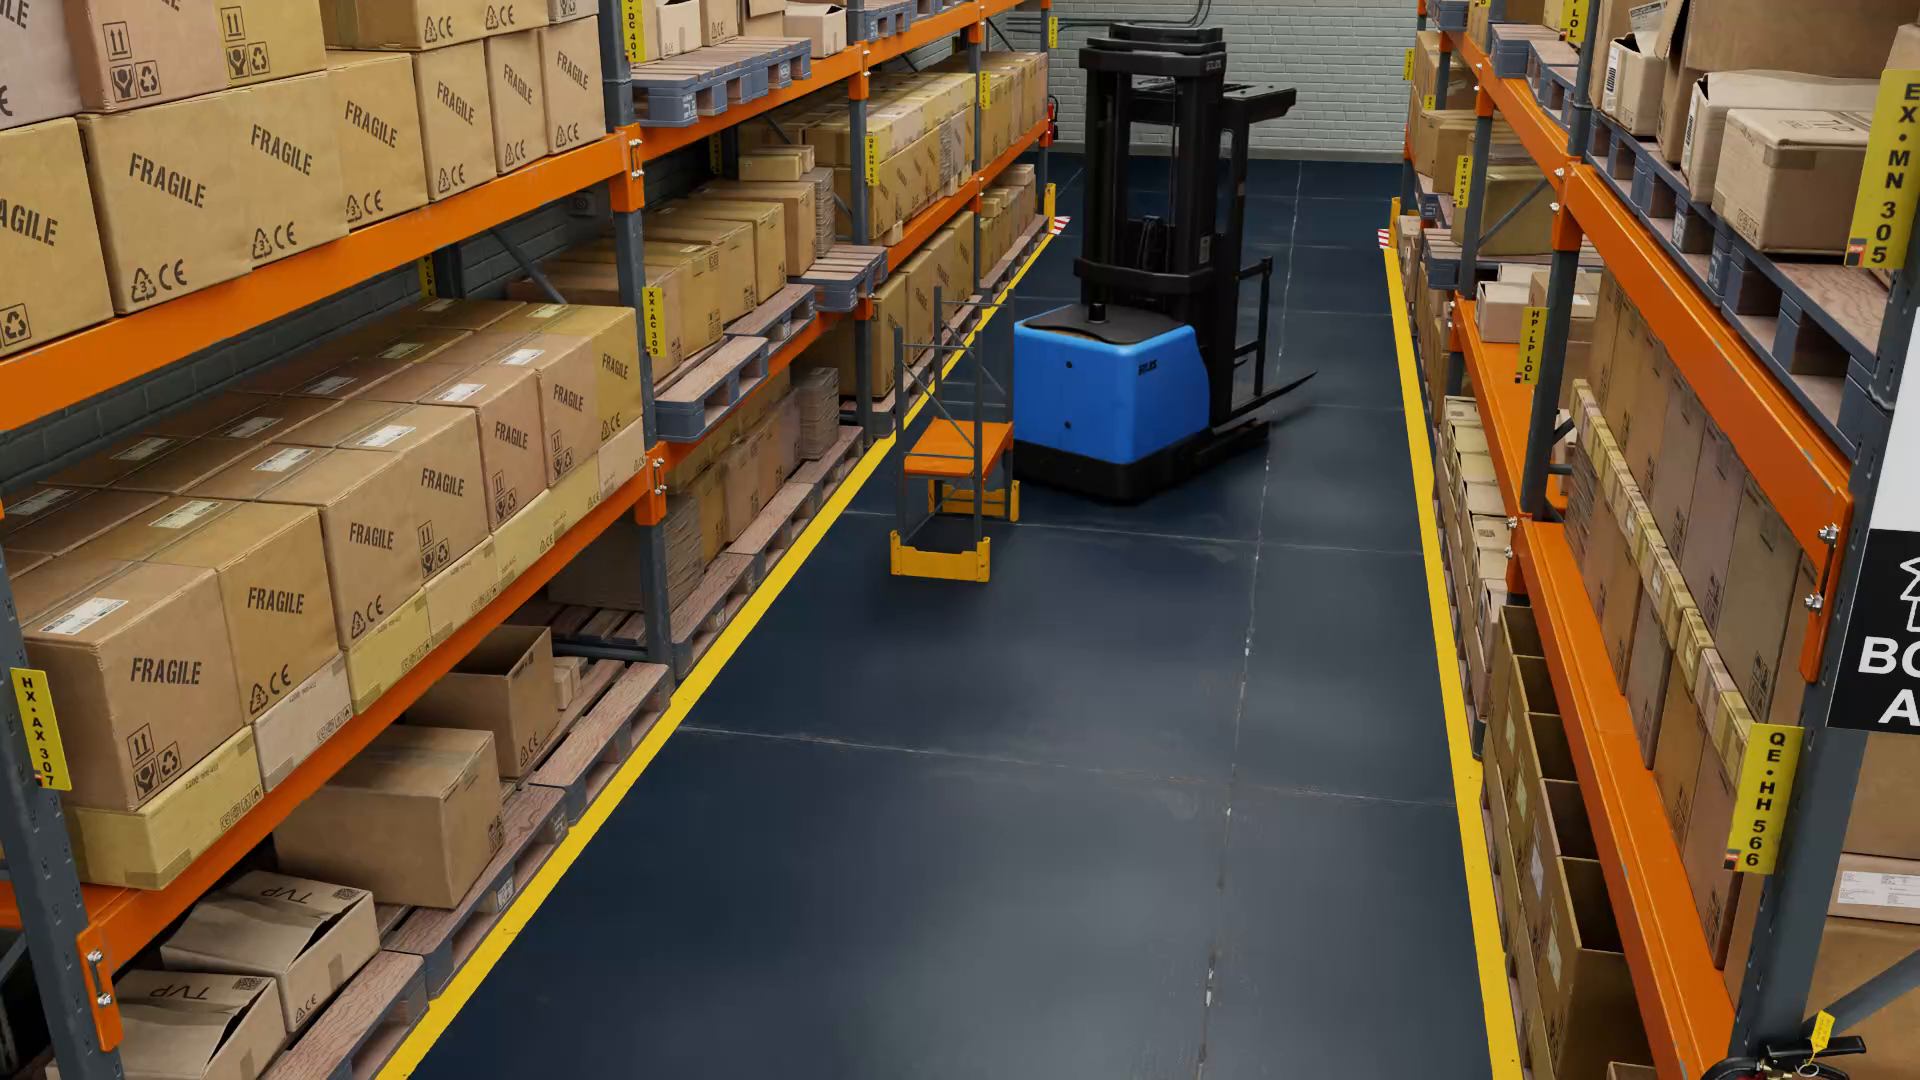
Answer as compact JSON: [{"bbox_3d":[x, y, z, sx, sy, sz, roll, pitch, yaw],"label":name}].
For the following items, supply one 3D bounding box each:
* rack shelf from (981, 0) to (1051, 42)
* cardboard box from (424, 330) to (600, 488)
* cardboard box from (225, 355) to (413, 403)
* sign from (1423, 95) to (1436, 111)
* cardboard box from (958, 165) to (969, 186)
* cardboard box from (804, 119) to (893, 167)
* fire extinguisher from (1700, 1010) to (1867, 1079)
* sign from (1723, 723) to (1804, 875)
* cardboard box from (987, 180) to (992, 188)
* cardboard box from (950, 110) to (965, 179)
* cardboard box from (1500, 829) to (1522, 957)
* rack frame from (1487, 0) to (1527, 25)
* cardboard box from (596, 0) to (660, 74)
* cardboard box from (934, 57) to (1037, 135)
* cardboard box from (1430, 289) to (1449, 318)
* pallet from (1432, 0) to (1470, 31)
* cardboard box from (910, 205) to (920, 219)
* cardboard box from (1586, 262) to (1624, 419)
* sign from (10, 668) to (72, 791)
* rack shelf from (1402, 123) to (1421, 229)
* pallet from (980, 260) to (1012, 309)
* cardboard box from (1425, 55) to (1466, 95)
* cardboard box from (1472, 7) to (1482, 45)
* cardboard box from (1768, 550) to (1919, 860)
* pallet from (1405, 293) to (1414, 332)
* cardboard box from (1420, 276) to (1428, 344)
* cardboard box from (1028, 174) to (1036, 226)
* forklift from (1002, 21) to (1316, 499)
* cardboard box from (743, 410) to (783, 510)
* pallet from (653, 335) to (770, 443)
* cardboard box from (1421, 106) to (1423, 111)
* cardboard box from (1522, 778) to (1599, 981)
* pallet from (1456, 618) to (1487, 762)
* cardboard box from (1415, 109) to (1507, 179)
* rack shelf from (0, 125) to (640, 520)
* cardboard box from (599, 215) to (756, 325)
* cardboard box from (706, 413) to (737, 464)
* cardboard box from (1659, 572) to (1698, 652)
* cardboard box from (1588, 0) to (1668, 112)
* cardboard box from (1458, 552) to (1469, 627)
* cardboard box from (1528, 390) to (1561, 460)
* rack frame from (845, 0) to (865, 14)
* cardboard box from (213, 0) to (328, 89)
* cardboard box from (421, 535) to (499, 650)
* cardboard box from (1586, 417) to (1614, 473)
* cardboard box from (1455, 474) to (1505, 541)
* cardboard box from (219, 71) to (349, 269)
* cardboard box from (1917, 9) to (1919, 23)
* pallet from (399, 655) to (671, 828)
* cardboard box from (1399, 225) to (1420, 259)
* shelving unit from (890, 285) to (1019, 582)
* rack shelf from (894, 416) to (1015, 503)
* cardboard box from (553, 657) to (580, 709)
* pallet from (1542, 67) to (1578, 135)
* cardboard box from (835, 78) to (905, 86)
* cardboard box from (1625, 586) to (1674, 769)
[{"bbox_3d":[0.093,-5.357,16.587,1.077,0.370,4.000,4,22,11],"label":"rack shelf"},{"bbox_3d":[-1.838,-0.550,6.874,0.500,0.500,0.500,4,22,11],"label":"cardboard box"},{"bbox_3d":[-2.464,-0.403,6.508,0.500,0.500,0.500,5,22,12],"label":"cardboard box"},{"bbox_3d":[4.002,-3.631,14.196,0.100,0.325,0.005,4,22,11],"label":"sign"},{"bbox_3d":[-0.135,-3.221,14.645,0.380,0.149,0.250,5,22,12],"label":"cardboard box"},{"bbox_3d":[-0.780,-2.803,11.736,0.500,0.250,0.500,5,22,12],"label":"cardboard box"},{"bbox_3d":[1.608,1.241,3.360,0.296,0.674,0.183,4,22,11],"label":"fire extinguisher"},{"bbox_3d":[1.558,0.504,3.220,0.100,0.325,0.005,4,22,11],"label":"sign"},{"bbox_3d":[0.132,-3.887,17.906,0.380,0.149,0.250,5,22,11],"label":"cardboard box"},{"bbox_3d":[-0.257,-3.386,14.186,0.500,0.500,0.500,5,22,11],"label":"cardboard box"},{"bbox_3d":[2.297,1.327,6.163,0.500,0.250,0.500,4,22,11],"label":"cardboard box"},{"bbox_3d":[3.719,-4.511,9.509,1.000,3.000,0.127,4,22,11],"label":"rack frame"},{"bbox_3d":[-1.758,-2.468,7.756,0.500,0.500,0.500,8,23,19],"label":"cardboard box"},{"bbox_3d":[0.269,-4.715,17.645,0.980,0.700,0.700,4,22,10],"label":"cardboard box"},{"bbox_3d":[3.892,-1.876,12.750,0.500,0.250,0.500,4,22,10],"label":"cardboard box"},{"bbox_3d":[4.125,-3.883,12.216,1.213,0.211,1.003,4,22,11],"label":"pallet"},{"bbox_3d":[-0.535,-2.662,13.257,0.380,0.149,0.250,5,22,11],"label":"cardboard box"},{"bbox_3d":[2.818,-0.751,6.332,0.700,0.500,0.500,5,22,11],"label":"cardboard box"},{"bbox_3d":[-2.233,0.461,4.035,0.100,0.325,0.005,4,22,11],"label":"sign"},{"bbox_3d":[4.943,-3.589,16.213,1.077,0.370,4.000,4,22,11],"label":"rack shelf"},{"bbox_3d":[-0.083,-2.546,16.393,1.003,0.211,1.213,4,22,11],"label":"pallet"},{"bbox_3d":[4.487,-4.094,15.031,0.500,0.500,0.500,4,22,10],"label":"cardboard box"},{"bbox_3d":[3.879,-3.515,10.916,0.910,0.500,0.500,4,22,11],"label":"cardboard box"},{"bbox_3d":[2.205,0.360,3.574,0.700,0.500,0.500,5,22,11],"label":"cardboard box"},{"bbox_3d":[4.676,-2.149,15.407,1.003,0.211,1.213,4,22,11],"label":"pallet"},{"bbox_3d":[4.100,-1.882,13.767,0.500,0.500,0.500,5,22,12],"label":"cardboard box"},{"bbox_3d":[0.456,-3.802,18.563,0.700,0.500,0.500,4,22,11],"label":"cardboard box"},{"bbox_3d":[1.595,-2.107,11.663,1.130,2.935,3.031,16,27,35],"label":"forklift"},{"bbox_3d":[-1.520,-0.518,10.383,0.700,0.500,0.500,4,22,11],"label":"cardboard box"},{"bbox_3d":[-1.649,-0.821,8.634,1.003,0.211,1.213,4,22,11],"label":"pallet"},{"bbox_3d":[4.592,-3.817,15.681,0.500,0.500,0.500,5,22,12],"label":"cardboard box"},{"bbox_3d":[2.198,1.162,5.568,0.500,0.500,0.500,4,22,11],"label":"cardboard box"},{"bbox_3d":[3.015,0.756,8.195,1.003,0.211,1.213,4,22,11],"label":"pallet"},{"bbox_3d":[4.219,-3.276,13.777,0.700,0.500,0.500,-3,22,-7],"label":"cardboard box"},{"bbox_3d":[-2.356,-0.968,5.690,1.077,0.370,4.000,4,22,11],"label":"rack shelf"},{"bbox_3d":[-1.585,-1.523,9.397,0.700,0.500,0.500,8,23,18],"label":"cardboard box"},{"bbox_3d":[-1.625,-0.657,9.722,0.500,0.250,0.500,4,22,9],"label":"cardboard box"},{"bbox_3d":[2.241,0.222,4.784,0.380,0.149,0.250,5,22,12],"label":"cardboard box"},{"bbox_3d":[2.542,-1.799,5.906,0.500,0.500,0.500,6,23,15],"label":"cardboard box"},{"bbox_3d":[2.912,0.269,8.788,0.500,0.250,0.500,5,22,12],"label":"cardboard box"},{"bbox_3d":[2.902,-0.539,7.856,0.396,0.266,0.258,4,22,10],"label":"cardboard box"},{"bbox_3d":[-1.131,-4.887,10.443,1.000,3.000,0.127,4,22,11],"label":"rack frame"},{"bbox_3d":[-2.202,-1.580,4.747,0.500,0.500,0.500,5,22,12],"label":"cardboard box"},{"bbox_3d":[-2.046,0.166,6.101,0.500,0.250,0.500,5,22,11],"label":"cardboard box"},{"bbox_3d":[2.556,-0.343,6.188,0.380,0.149,0.250,4,22,10],"label":"cardboard box"},{"bbox_3d":[3.015,-0.172,9.132,0.500,0.311,0.500,4,22,10],"label":"cardboard box"},{"bbox_3d":[-2.204,-1.113,4.926,0.500,0.500,0.500,6,23,13],"label":"cardboard box"},{"bbox_3d":[2.693,-1.087,4.138,0.500,0.500,0.500,4,22,11],"label":"cardboard box"},{"bbox_3d":[-2.050,0.900,7.836,1.003,0.211,1.213,4,22,11],"label":"pallet"},{"bbox_3d":[4.759,-3.040,16.978,0.500,0.250,0.500,4,22,11],"label":"cardboard box"},{"bbox_3d":[-0.016,-0.668,10.004,0.587,1.500,1.083,4,22,11],"label":"shelving unit"},{"bbox_3d":[-0.017,-0.498,10.063,0.538,0.185,1.000,4,22,11],"label":"rack shelf"},{"bbox_3d":[-2.027,0.666,7.887,0.380,0.166,0.250,2,22,4],"label":"cardboard box"},{"bbox_3d":[3.070,-1.892,7.276,0.805,0.209,1.217,4,22,9],"label":"pallet"},{"bbox_3d":[-0.764,-3.769,14.134,0.500,0.250,0.500,5,22,12],"label":"cardboard box"},{"bbox_3d":[2.507,0.415,5.174,0.700,0.500,0.500,5,23,13],"label":"cardboard box"}]
